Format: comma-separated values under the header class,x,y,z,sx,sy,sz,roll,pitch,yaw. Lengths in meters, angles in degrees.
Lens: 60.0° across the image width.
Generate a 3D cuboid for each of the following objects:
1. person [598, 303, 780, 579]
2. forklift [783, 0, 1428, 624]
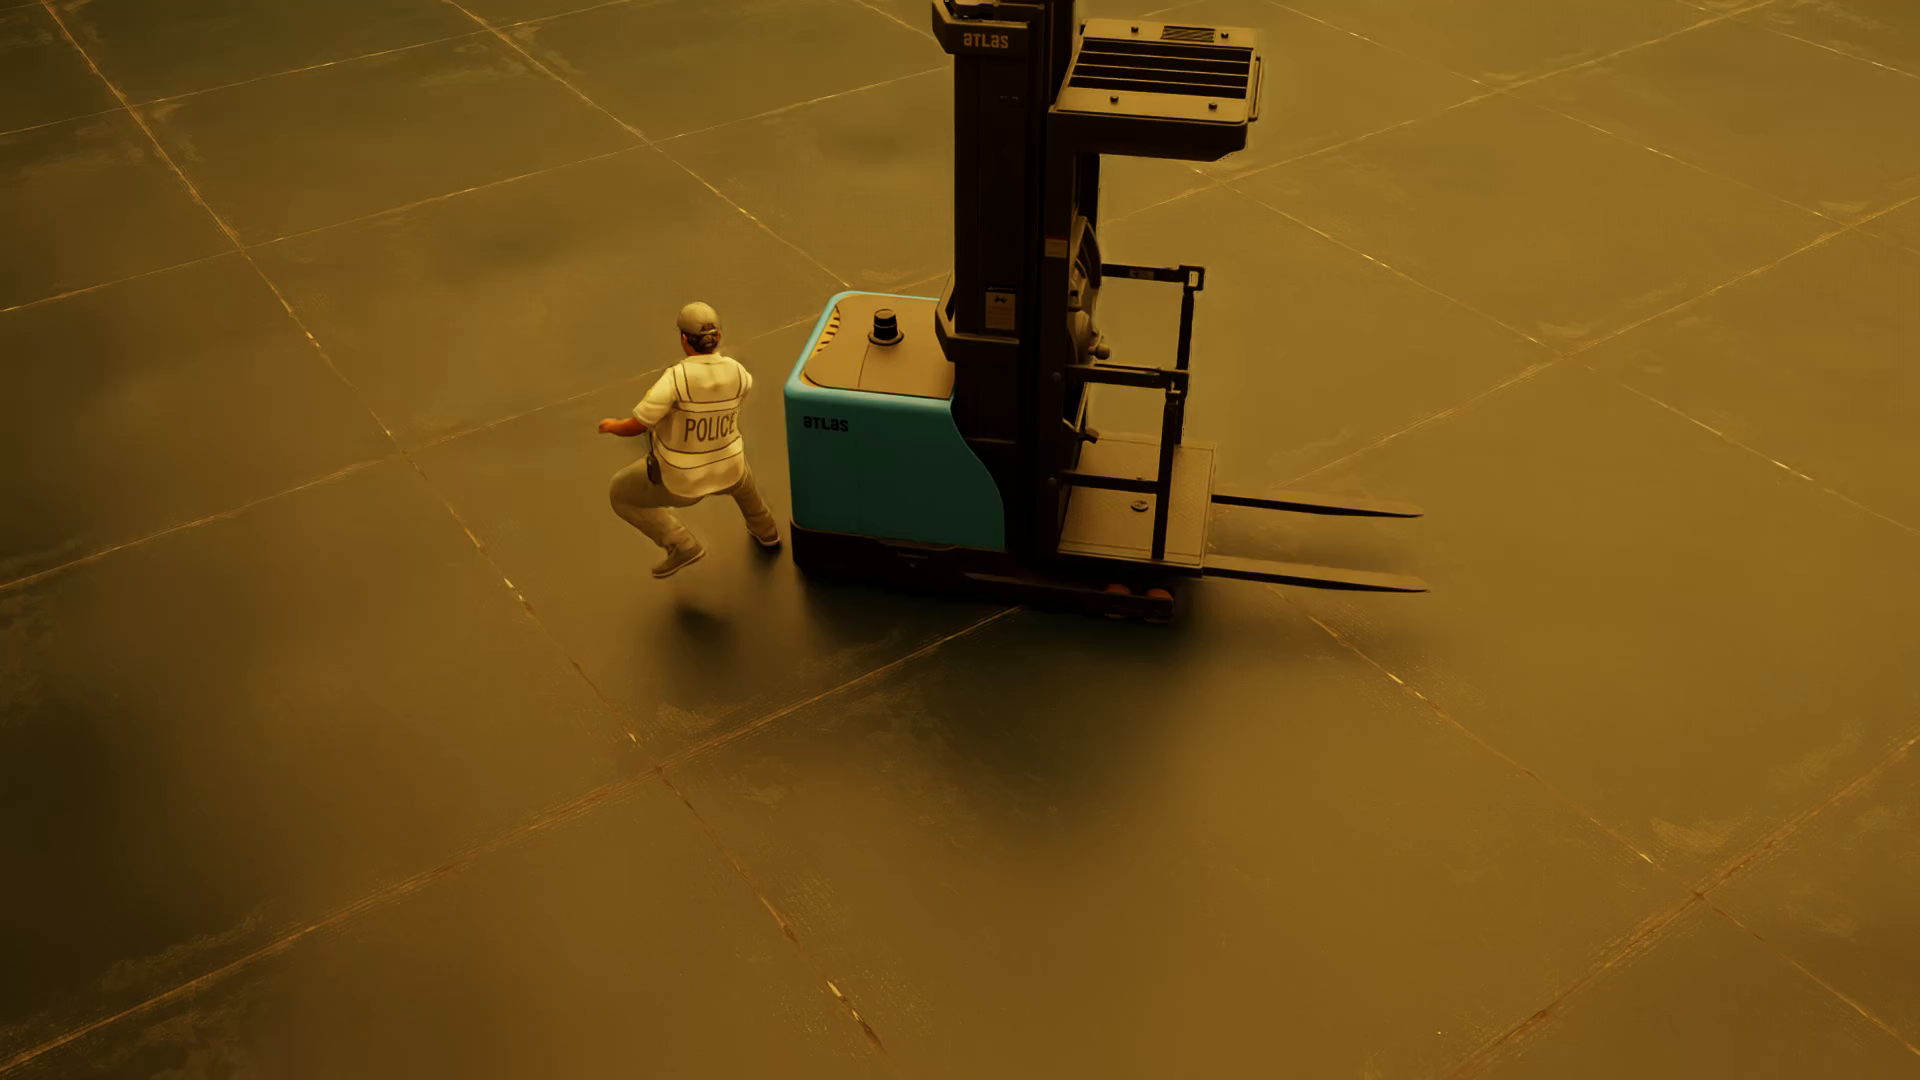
class,x,y,z,sx,sy,sz,roll,pitch,yaw
person,-1.253,-0.483,7.822,0.814,1.483,0.710,-23,42,-27
forklift,0.746,-1.127,7.469,3.031,2.935,1.130,6,37,9
